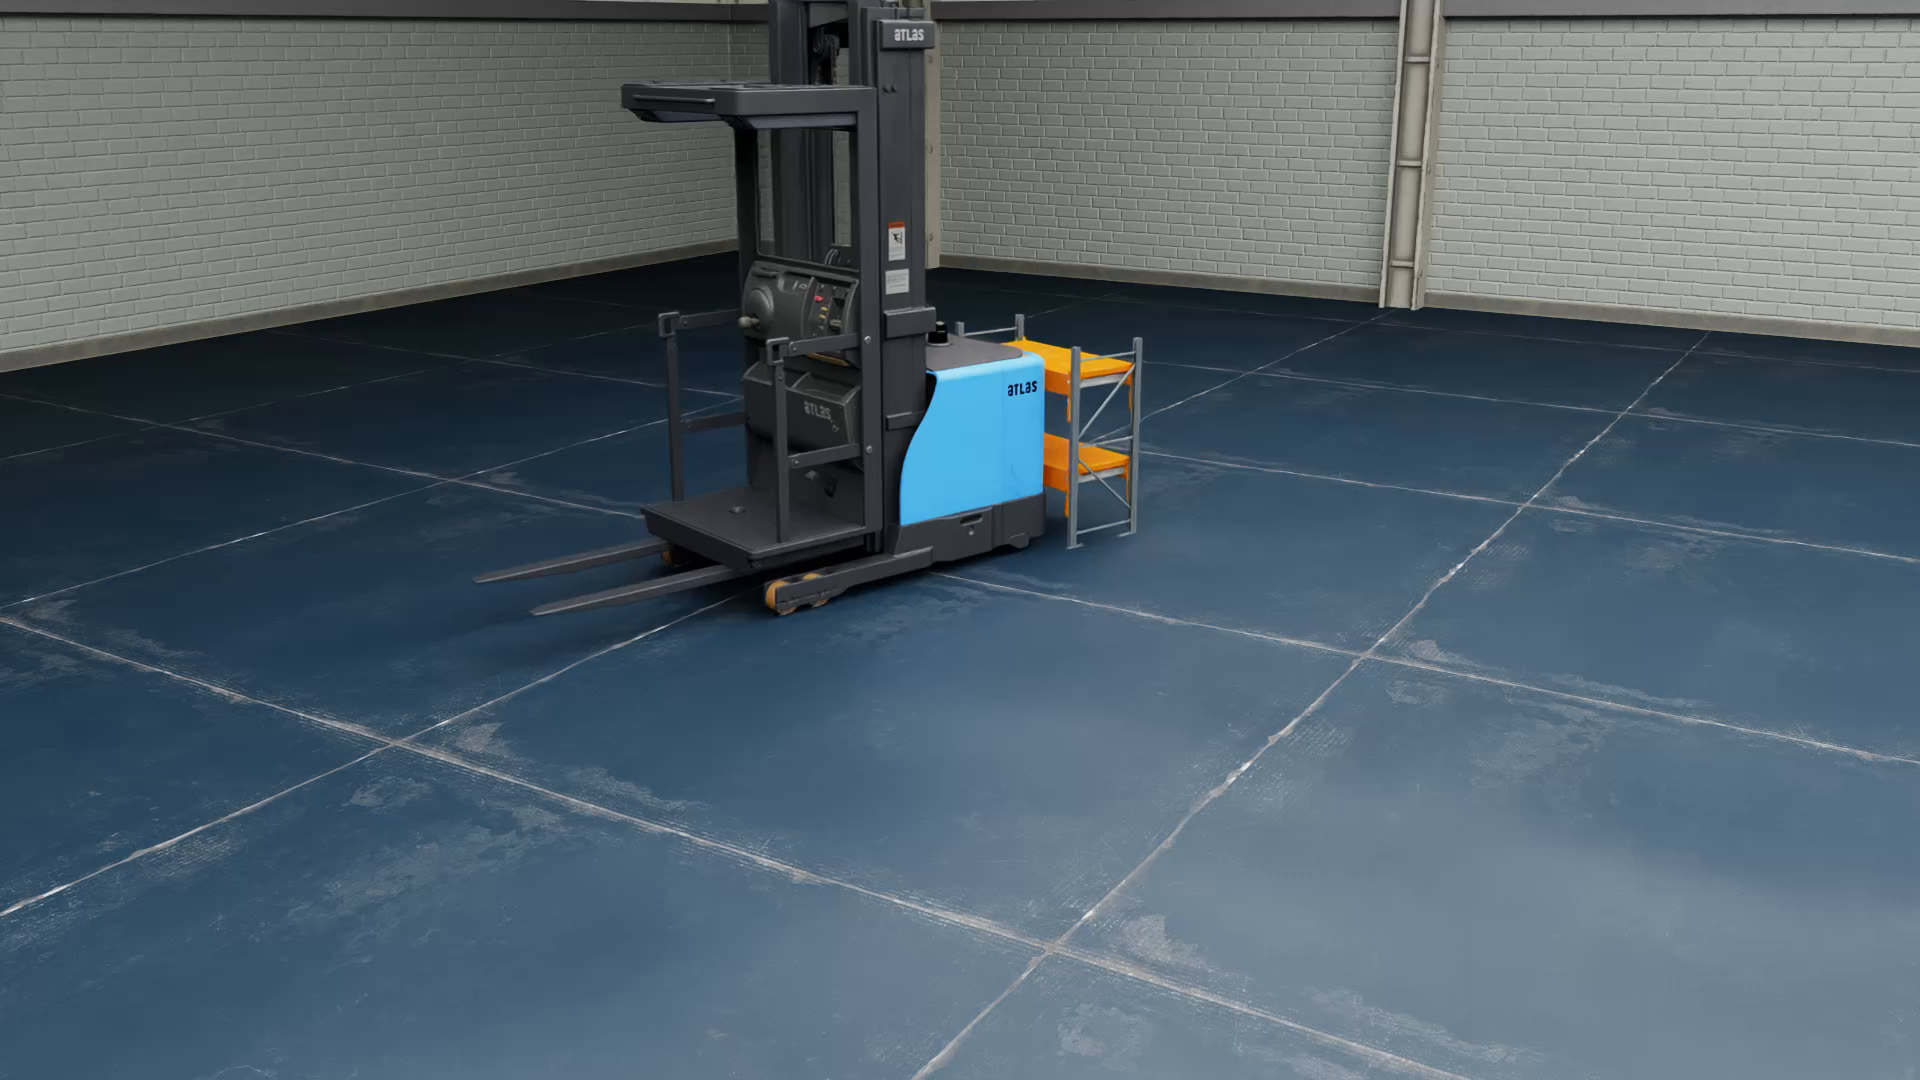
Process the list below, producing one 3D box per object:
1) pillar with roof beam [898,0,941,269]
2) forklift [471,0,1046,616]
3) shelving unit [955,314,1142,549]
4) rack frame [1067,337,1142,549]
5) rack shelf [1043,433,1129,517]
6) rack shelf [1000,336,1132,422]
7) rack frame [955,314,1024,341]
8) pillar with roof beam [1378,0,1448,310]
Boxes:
[{"bbox_3d":[-2.738,-6.598,15.620,0.400,9.000,9.100,10,20,30],"label":"pillar with roof beam"},{"bbox_3d":[-0.976,-1.208,8.314,3.031,2.935,1.130,-14,22,-38],"label":"forklift"},{"bbox_3d":[0.489,-0.653,9.593,0.538,1.125,1.048,-13,21,-36],"label":"shelving unit"},{"bbox_3d":[0.801,-0.536,9.210,0.500,1.125,0.032,-13,21,-36],"label":"rack frame"},{"bbox_3d":[0.488,-0.419,9.664,0.538,0.278,1.000,-13,21,-36],"label":"rack shelf"},{"bbox_3d":[0.489,-0.933,9.509,0.538,0.278,1.000,-13,21,-36],"label":"rack shelf"},{"bbox_3d":[0.176,-0.769,9.977,0.500,1.125,0.032,-13,21,-36],"label":"rack frame"},{"bbox_3d":[2.375,-5.685,12.615,0.400,9.000,9.100,10,20,30],"label":"pillar with roof beam"}]
